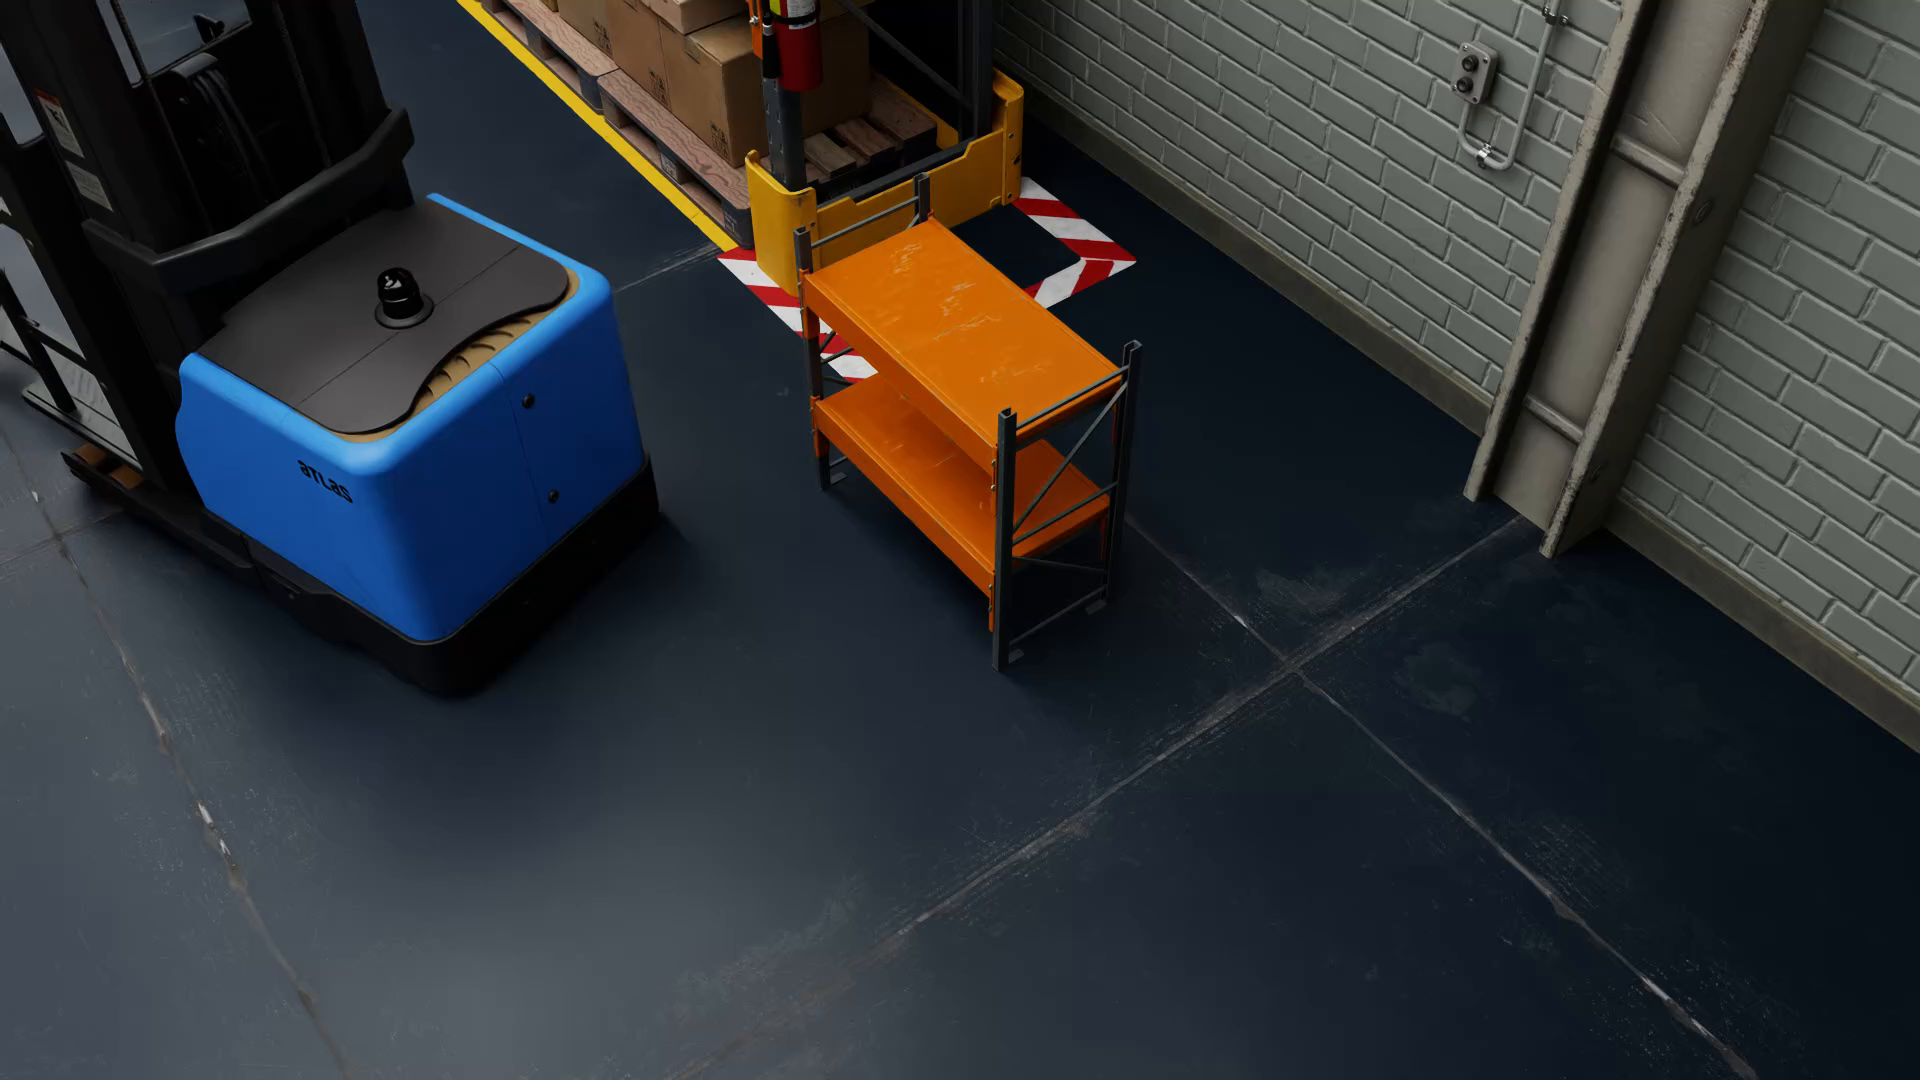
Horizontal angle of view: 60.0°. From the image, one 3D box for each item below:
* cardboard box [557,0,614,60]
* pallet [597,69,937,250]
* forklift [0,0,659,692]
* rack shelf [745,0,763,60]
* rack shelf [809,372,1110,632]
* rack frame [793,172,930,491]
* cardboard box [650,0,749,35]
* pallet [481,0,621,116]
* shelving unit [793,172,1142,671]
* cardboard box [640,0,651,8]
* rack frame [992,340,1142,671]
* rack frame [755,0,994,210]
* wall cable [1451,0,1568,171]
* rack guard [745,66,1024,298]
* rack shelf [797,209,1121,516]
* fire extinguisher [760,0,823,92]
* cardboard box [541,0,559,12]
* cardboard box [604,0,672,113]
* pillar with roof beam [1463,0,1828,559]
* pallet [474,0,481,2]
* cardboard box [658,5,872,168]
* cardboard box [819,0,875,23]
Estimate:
[{"bbox_3d":[-1.411,-2.589,7.476,0.700,0.500,0.500,-31,55,-25],"label":"cardboard box"},{"bbox_3d":[-0.846,-1.828,7.265,1.003,0.211,1.213,-29,54,-24],"label":"pallet"},{"bbox_3d":[-2.544,-1.383,5.025,3.031,2.935,1.130,27,53,22],"label":"forklift"},{"bbox_3d":[-1.511,-3.266,7.172,1.077,0.370,4.000,-29,54,-24],"label":"rack shelf"},{"bbox_3d":[0.004,-0.210,5.511,0.538,0.278,1.000,-29,54,-24],"label":"rack shelf"},{"bbox_3d":[-0.304,-0.674,5.601,0.500,1.125,0.032,-29,54,-24],"label":"rack frame"},{"bbox_3d":[-1.026,-2.210,6.694,0.380,0.149,0.250,-30,54,-24],"label":"cardboard box"},{"bbox_3d":[-1.581,-2.547,7.917,1.003,0.211,1.213,-29,54,-24],"label":"pallet"},{"bbox_3d":[0.004,-0.374,5.330,0.538,1.125,1.048,-29,54,-24],"label":"shelving unit"},{"bbox_3d":[-1.181,-2.360,6.831,0.380,0.149,0.250,-28,54,-23],"label":"cardboard box"},{"bbox_3d":[0.312,-0.074,5.058,0.500,1.125,0.032,-29,54,-24],"label":"rack frame"},{"bbox_3d":[-0.300,-2.328,5.836,1.000,3.000,0.127,-29,54,-24],"label":"rack frame"},{"bbox_3d":[1.228,-2.339,5.160,0.084,1.984,1.851,-29,54,-24],"label":"wall cable"},{"bbox_3d":[-0.285,-1.475,6.750,1.175,0.500,0.348,-29,54,-24],"label":"rack guard"},{"bbox_3d":[0.004,-0.570,5.113,0.538,0.278,1.000,-29,54,-24],"label":"rack shelf"},{"bbox_3d":[-0.576,-1.881,5.735,0.296,0.674,0.183,-29,54,-24],"label":"fire extinguisher"},{"bbox_3d":[-1.740,-2.900,7.758,0.700,0.500,0.500,-28,54,-23],"label":"cardboard box"},{"bbox_3d":[-1.106,-2.293,7.208,0.700,0.500,0.500,-30,54,-24],"label":"cardboard box"},{"bbox_3d":[-1.403,-1.208,0.771,9.100,9.000,0.400,-29,54,-24],"label":"pillar with roof beam"},{"bbox_3d":[-2.324,-3.267,8.569,1.003,0.211,1.213,-29,54,-24],"label":"pallet"},{"bbox_3d":[-0.803,-1.998,6.940,0.700,0.500,0.500,-29,54,-24],"label":"cardboard box"},{"bbox_3d":[-0.568,-2.232,6.714,0.380,0.149,0.250,-29,54,-24],"label":"cardboard box"}]
